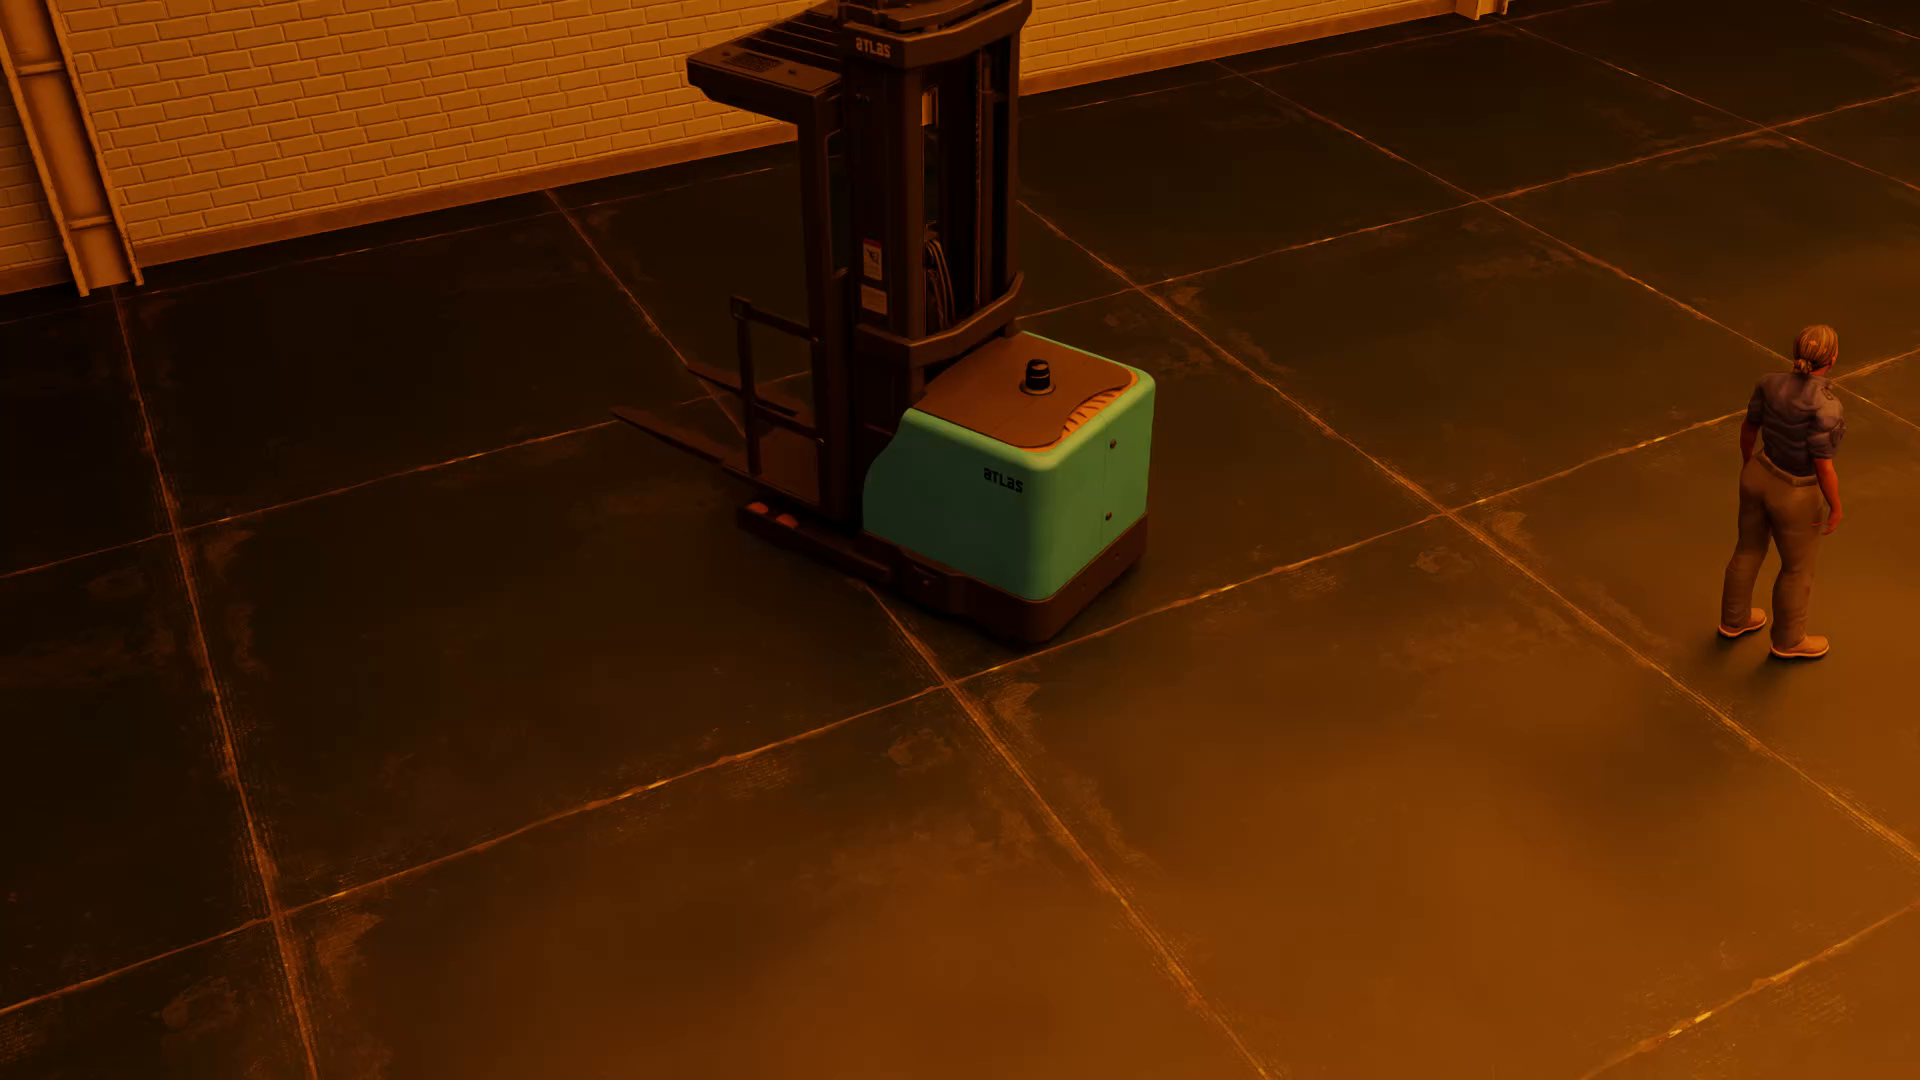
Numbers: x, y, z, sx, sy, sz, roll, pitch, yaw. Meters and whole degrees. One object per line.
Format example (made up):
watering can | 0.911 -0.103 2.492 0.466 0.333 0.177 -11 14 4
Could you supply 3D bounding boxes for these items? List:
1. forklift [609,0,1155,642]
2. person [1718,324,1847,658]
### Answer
forklift | -0.544 -1.387 8.085 3.031 2.935 1.130 23 41 29
person | 3.803 -0.232 7.545 0.504 1.654 0.569 -14 38 -19
